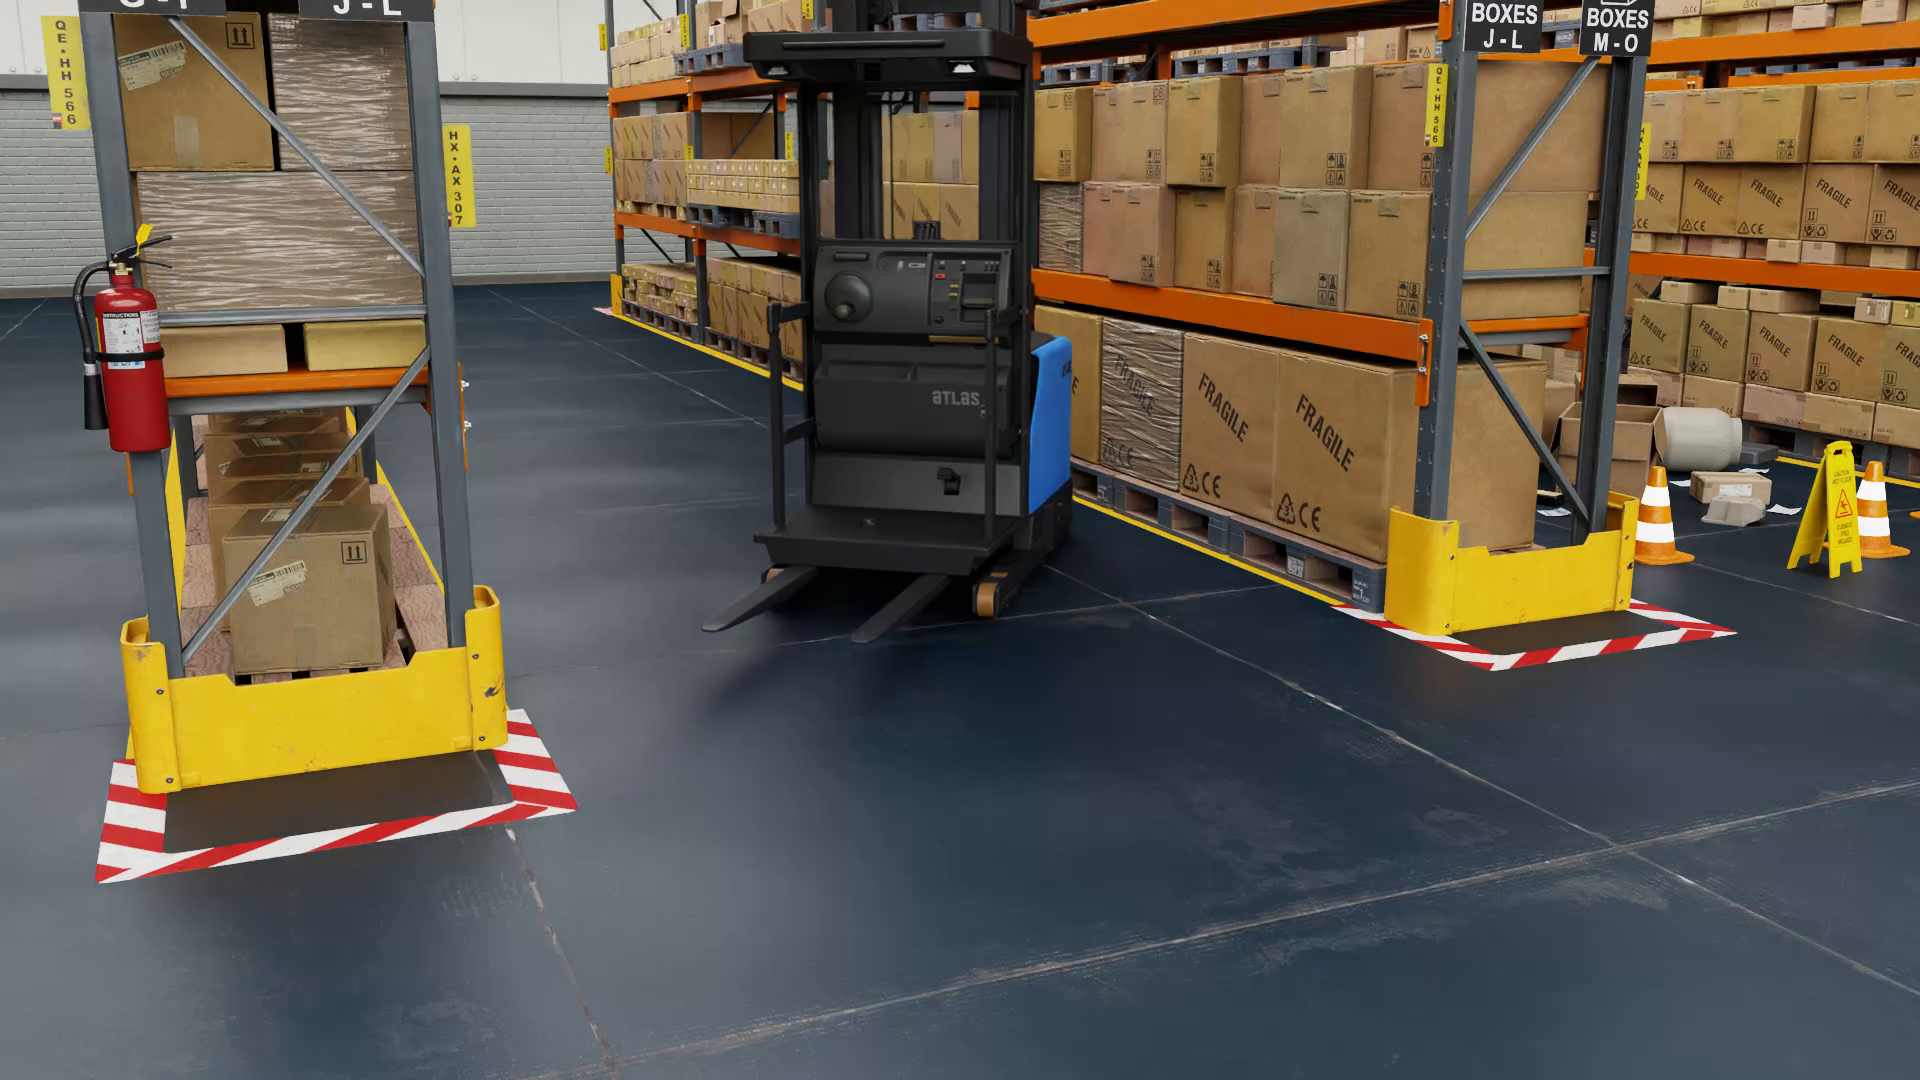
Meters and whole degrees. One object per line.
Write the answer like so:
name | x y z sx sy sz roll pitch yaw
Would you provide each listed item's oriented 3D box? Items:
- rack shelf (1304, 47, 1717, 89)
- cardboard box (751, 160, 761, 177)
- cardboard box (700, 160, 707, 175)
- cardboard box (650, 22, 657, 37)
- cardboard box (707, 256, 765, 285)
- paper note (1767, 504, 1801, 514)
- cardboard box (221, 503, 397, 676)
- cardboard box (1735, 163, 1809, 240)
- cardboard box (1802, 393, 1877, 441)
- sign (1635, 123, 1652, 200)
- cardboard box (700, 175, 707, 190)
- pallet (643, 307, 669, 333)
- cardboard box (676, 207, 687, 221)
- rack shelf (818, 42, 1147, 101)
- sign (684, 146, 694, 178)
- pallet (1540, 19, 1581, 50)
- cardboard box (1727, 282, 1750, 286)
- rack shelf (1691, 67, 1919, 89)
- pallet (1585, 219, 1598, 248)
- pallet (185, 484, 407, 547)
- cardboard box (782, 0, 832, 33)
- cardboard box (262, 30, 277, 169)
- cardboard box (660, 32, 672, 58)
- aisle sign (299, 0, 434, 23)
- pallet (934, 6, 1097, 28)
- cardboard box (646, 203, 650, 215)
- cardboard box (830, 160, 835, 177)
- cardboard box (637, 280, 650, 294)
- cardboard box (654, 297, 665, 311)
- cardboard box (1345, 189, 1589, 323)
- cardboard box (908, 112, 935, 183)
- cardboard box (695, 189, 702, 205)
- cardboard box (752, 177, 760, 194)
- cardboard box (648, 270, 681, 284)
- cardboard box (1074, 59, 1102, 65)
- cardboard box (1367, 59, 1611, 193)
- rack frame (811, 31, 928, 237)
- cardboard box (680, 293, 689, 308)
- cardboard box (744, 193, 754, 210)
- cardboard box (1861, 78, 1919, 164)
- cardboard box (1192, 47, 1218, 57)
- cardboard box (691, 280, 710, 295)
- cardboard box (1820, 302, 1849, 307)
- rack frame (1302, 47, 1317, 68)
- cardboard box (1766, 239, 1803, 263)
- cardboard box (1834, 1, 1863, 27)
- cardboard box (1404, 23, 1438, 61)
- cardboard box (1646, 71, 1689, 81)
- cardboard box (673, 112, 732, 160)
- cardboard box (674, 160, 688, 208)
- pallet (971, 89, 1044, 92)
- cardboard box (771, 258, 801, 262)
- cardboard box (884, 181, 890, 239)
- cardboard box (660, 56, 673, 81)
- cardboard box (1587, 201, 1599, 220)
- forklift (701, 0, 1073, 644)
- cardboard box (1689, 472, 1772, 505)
rack shelf | 4.541 -3.959 14.266 1.077 0.370 4.000 -6 14 -23
cardboard box | -1.685 -3.386 15.154 0.380 0.149 0.250 -5 14 -21
cardboard box | -2.403 -3.758 16.763 0.380 0.149 0.250 -5 14 -22
cardboard box | -3.275 -5.751 18.751 0.380 0.149 0.250 -6 14 -23
cardboard box | -2.303 -2.795 17.244 0.500 0.250 0.500 -6 14 -25
paper note | 4.742 -0.177 9.569 0.148 0.019 0.142 -12 18 -42
cardboard box | -2.370 0.169 6.098 0.500 0.500 0.500 -3 13 -13
cardboard box | 5.675 -2.306 11.299 0.500 0.500 0.500 -6 14 -23
cardboard box | 5.960 -0.831 10.976 0.500 0.250 0.500 -6 14 -25
sign | 2.961 -1.650 7.249 0.100 0.325 0.005 -6 14 -23
cardboard box | -2.411 -3.617 16.812 0.380 0.149 0.250 -5 14 -22
pallet | -3.151 -2.649 19.848 1.003 0.211 1.213 -6 14 -23
cardboard box | -2.889 -3.578 18.236 0.380 0.149 0.250 -6 14 -24
rack shelf | 0.046 -3.491 12.244 1.077 0.370 4.000 -6 14 -23
sign | -2.851 -3.991 17.541 0.100 0.325 0.005 -6 14 -23
pallet | 5.193 -3.942 13.013 1.213 0.211 1.003 -6 14 -23
cardboard box | 8.524 -2.628 17.907 0.875 0.625 0.625 -5 14 -21
rack shelf | 9.088 -4.408 16.206 1.077 0.370 4.000 -6 14 -23
pallet | 5.170 -2.512 13.498 1.003 0.211 1.213 -6 14 -23
pallet | -3.436 -0.046 8.599 1.003 0.211 1.213 -6 14 -23
cardboard box | -1.216 -4.398 14.347 0.500 0.500 0.500 -6 14 -23
cardboard box | -2.300 -1.636 6.188 0.500 0.500 0.500 -6 14 -23
cardboard box | -2.973 -5.432 18.261 0.500 0.250 0.500 -6 14 -25
aisle sign | -1.836 -1.994 5.068 0.394 0.787 0.004 -6 14 -23
pallet | 0.435 -3.520 11.198 0.805 0.209 1.217 -6 14 -25
cardboard box | -3.543 -3.965 19.906 0.380 0.149 0.250 -6 14 -24
cardboard box | -0.967 -3.385 15.148 0.380 0.149 0.250 -6 14 -23
cardboard box | -3.744 -3.108 20.378 0.380 0.149 0.250 -5 14 -21
cardboard box | -3.411 -2.806 19.733 0.380 0.149 0.250 -6 14 -23
cardboard box | 2.260 -1.286 7.441 0.875 0.550 0.550 -6 14 -23
cardboard box | 0.032 -2.920 12.393 0.700 0.500 0.500 -6 14 -24
cardboard box | -2.504 -3.522 17.061 0.380 0.149 0.250 -5 14 -22
cardboard box | -1.686 -3.242 15.192 0.380 0.149 0.250 -6 14 -23
cardboard box | -3.515 -3.142 19.867 0.380 0.149 0.250 -5 14 -22
cardboard box | 1.589 -5.840 19.942 0.396 0.266 0.258 -5 14 -21
cardboard box | 2.337 -1.820 7.352 0.875 0.550 0.550 -6 14 -23
rack frame | -0.755 -2.793 14.286 1.000 3.000 0.127 -6 14 -23
cardboard box | -2.894 -2.671 18.491 0.380 0.149 0.250 -6 14 -26
cardboard box | -1.780 -3.148 15.443 0.380 0.149 0.250 -6 14 -25
cardboard box | 6.046 -2.576 10.250 0.700 0.500 0.500 -6 14 -24
cardboard box | 2.769 -5.314 17.371 0.500 0.500 0.500 -5 14 -22
cardboard box | -2.738 -2.775 18.280 0.380 0.149 0.250 -5 14 -21
cardboard box | 6.031 -1.462 12.039 0.500 0.500 0.500 -5 14 -22
rack frame | 3.740 -3.261 16.308 1.000 3.000 0.127 -6 14 -23
cardboard box | 5.679 -1.953 11.214 0.380 0.149 0.250 -6 14 -23
cardboard box | 5.861 -3.368 10.674 0.380 0.149 0.250 -6 14 -23
cardboard box | 4.377 -4.460 14.608 0.797 0.503 0.637 -6 14 -23
cardboard box | 7.859 -5.183 18.291 0.500 0.250 0.500 -6 14 -25
cardboard box | -2.793 -4.373 18.013 0.500 0.500 0.500 -6 14 -25
cardboard box | -2.810 -3.888 18.133 0.500 0.500 0.500 -6 14 -23
pallet | 0.842 -6.180 22.463 1.003 0.211 1.213 -6 14 -23
cardboard box | -1.633 -2.733 16.976 0.500 0.250 0.500 -5 14 -20
cardboard box | -0.414 -2.516 12.866 0.500 0.500 0.500 -6 14 -23
cardboard box | -2.990 -5.189 18.318 0.500 0.250 0.500 -6 14 -23
cardboard box | 4.884 -2.598 13.070 0.380 0.149 0.250 -5 14 -22
forklift | -0.276 -1.175 7.446 1.130 2.935 3.031 4 13 15
cardboard box | 4.569 -0.308 9.869 0.380 0.149 0.250 1 13 6
